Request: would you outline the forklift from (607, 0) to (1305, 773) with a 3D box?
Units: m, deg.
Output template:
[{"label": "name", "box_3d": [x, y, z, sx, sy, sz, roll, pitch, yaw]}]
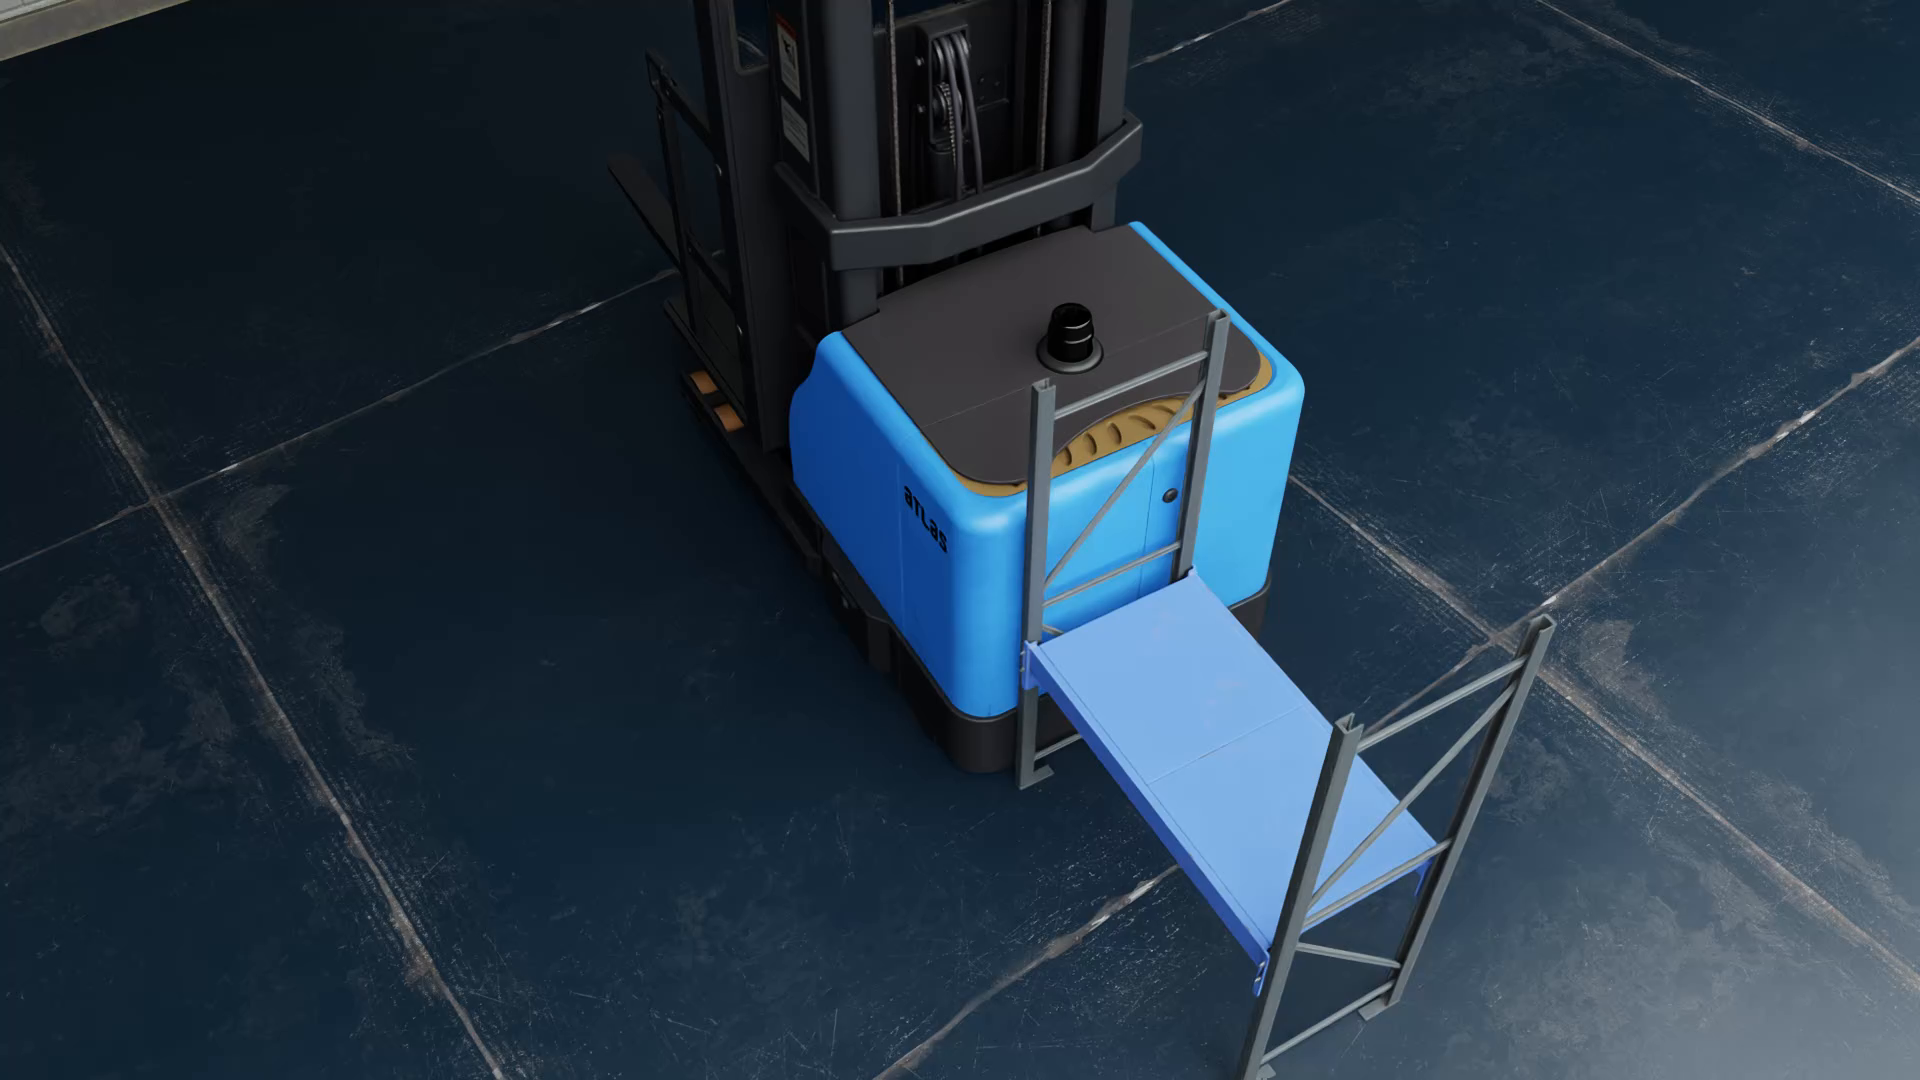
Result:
[{"label": "forklift", "box_3d": [-0.283, -1.431, 4.569, 1.130, 2.935, 3.031, -23, 52, -20]}]

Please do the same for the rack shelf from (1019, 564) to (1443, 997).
[{"label": "rack shelf", "box_3d": [0.630, 0.537, 3.994, 0.538, 0.185, 1.000, -23, 52, -20]}]

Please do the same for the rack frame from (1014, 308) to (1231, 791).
[{"label": "rack frame", "box_3d": [0.375, 0.090, 4.156, 0.500, 1.500, 0.032, -23, 52, -20]}]

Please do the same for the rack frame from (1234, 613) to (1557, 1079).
[{"label": "rack frame", "box_3d": [0.884, 0.742, 3.565, 0.500, 1.500, 0.032, -23, 52, -20]}]

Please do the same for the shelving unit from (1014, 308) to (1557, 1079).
[{"label": "shelving unit", "box_3d": [0.630, 0.416, 3.860, 0.538, 1.500, 1.048, -23, 52, -20]}]
